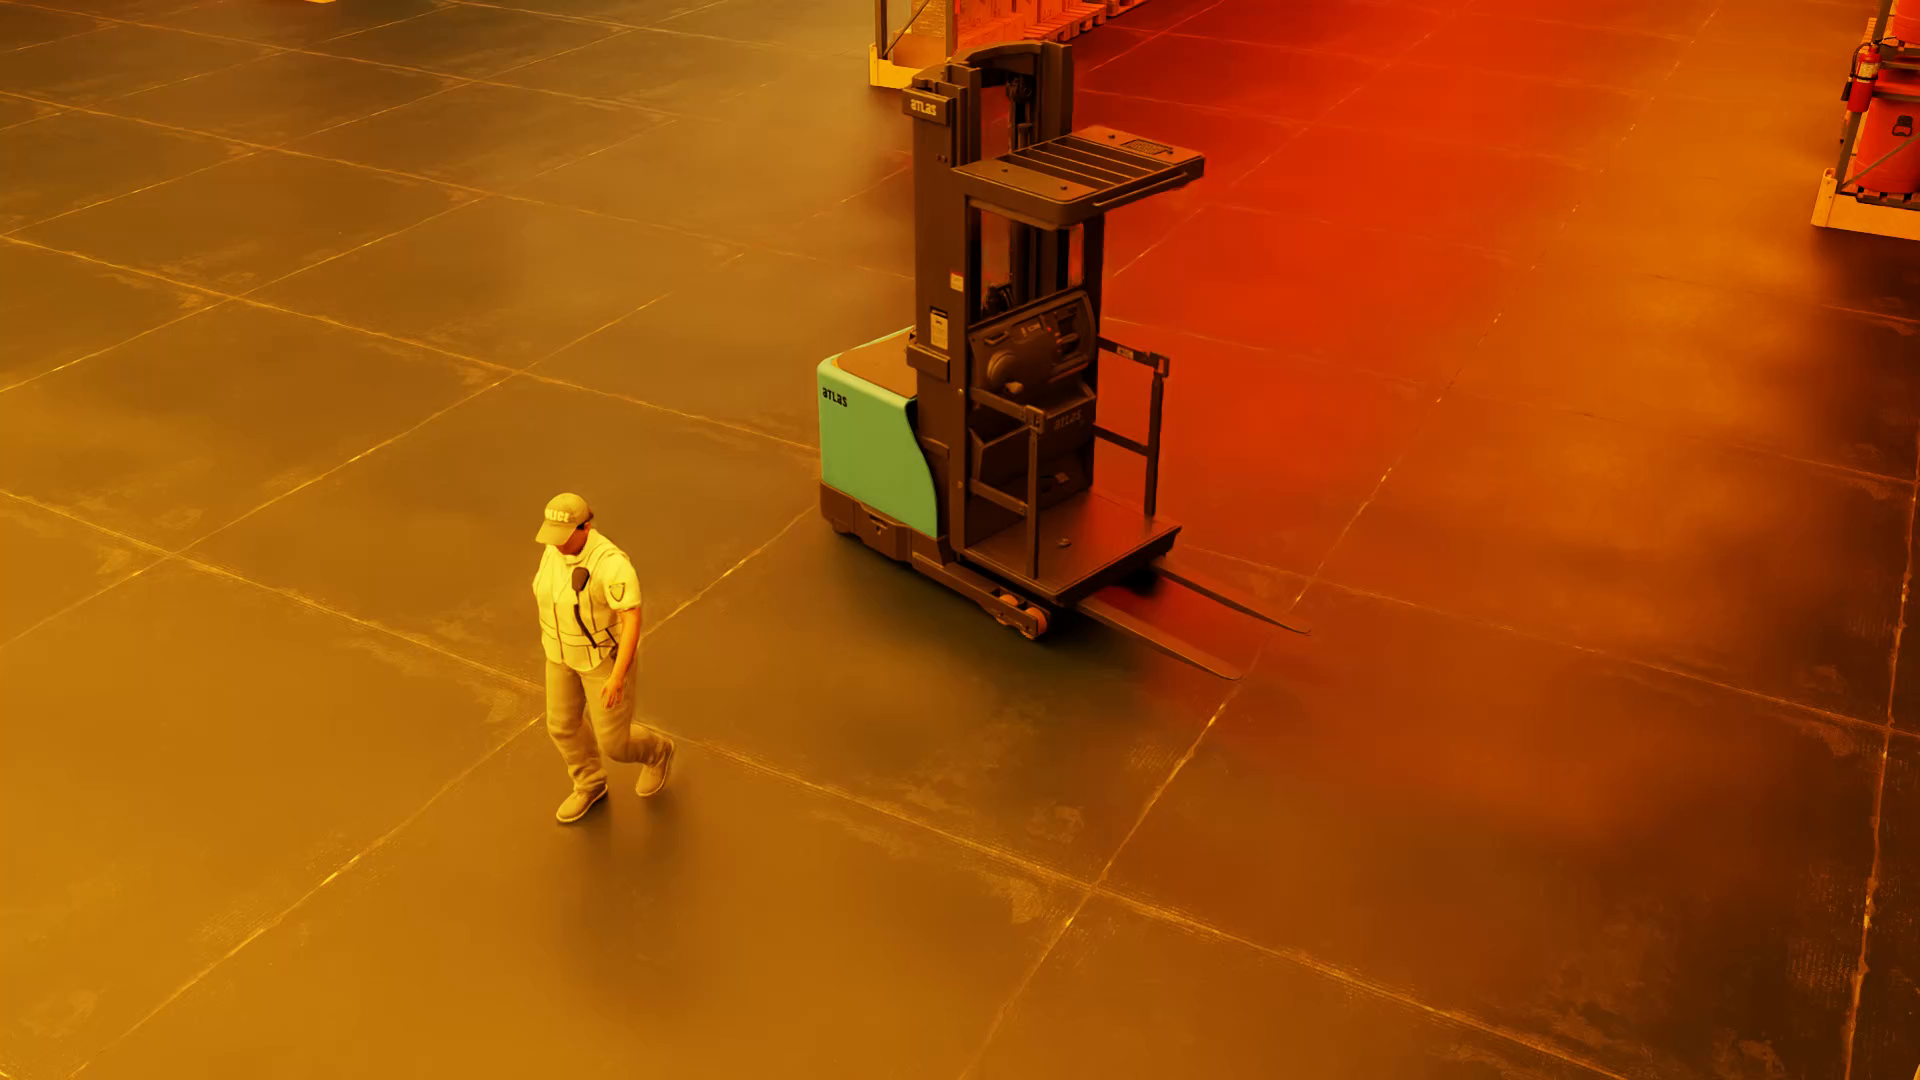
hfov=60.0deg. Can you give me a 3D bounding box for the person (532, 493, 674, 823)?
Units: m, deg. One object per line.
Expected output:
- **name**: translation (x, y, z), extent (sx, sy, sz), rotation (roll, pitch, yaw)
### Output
- **person**: translation (-1.652, 0.514, 7.475), extent (0.719, 1.648, 0.548), rotation (17, 34, 26)

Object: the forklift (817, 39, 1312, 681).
- **forklift**: translation (0.548, -1.025, 8.846), extent (3.031, 2.935, 1.130), rotation (27, 39, 38)
